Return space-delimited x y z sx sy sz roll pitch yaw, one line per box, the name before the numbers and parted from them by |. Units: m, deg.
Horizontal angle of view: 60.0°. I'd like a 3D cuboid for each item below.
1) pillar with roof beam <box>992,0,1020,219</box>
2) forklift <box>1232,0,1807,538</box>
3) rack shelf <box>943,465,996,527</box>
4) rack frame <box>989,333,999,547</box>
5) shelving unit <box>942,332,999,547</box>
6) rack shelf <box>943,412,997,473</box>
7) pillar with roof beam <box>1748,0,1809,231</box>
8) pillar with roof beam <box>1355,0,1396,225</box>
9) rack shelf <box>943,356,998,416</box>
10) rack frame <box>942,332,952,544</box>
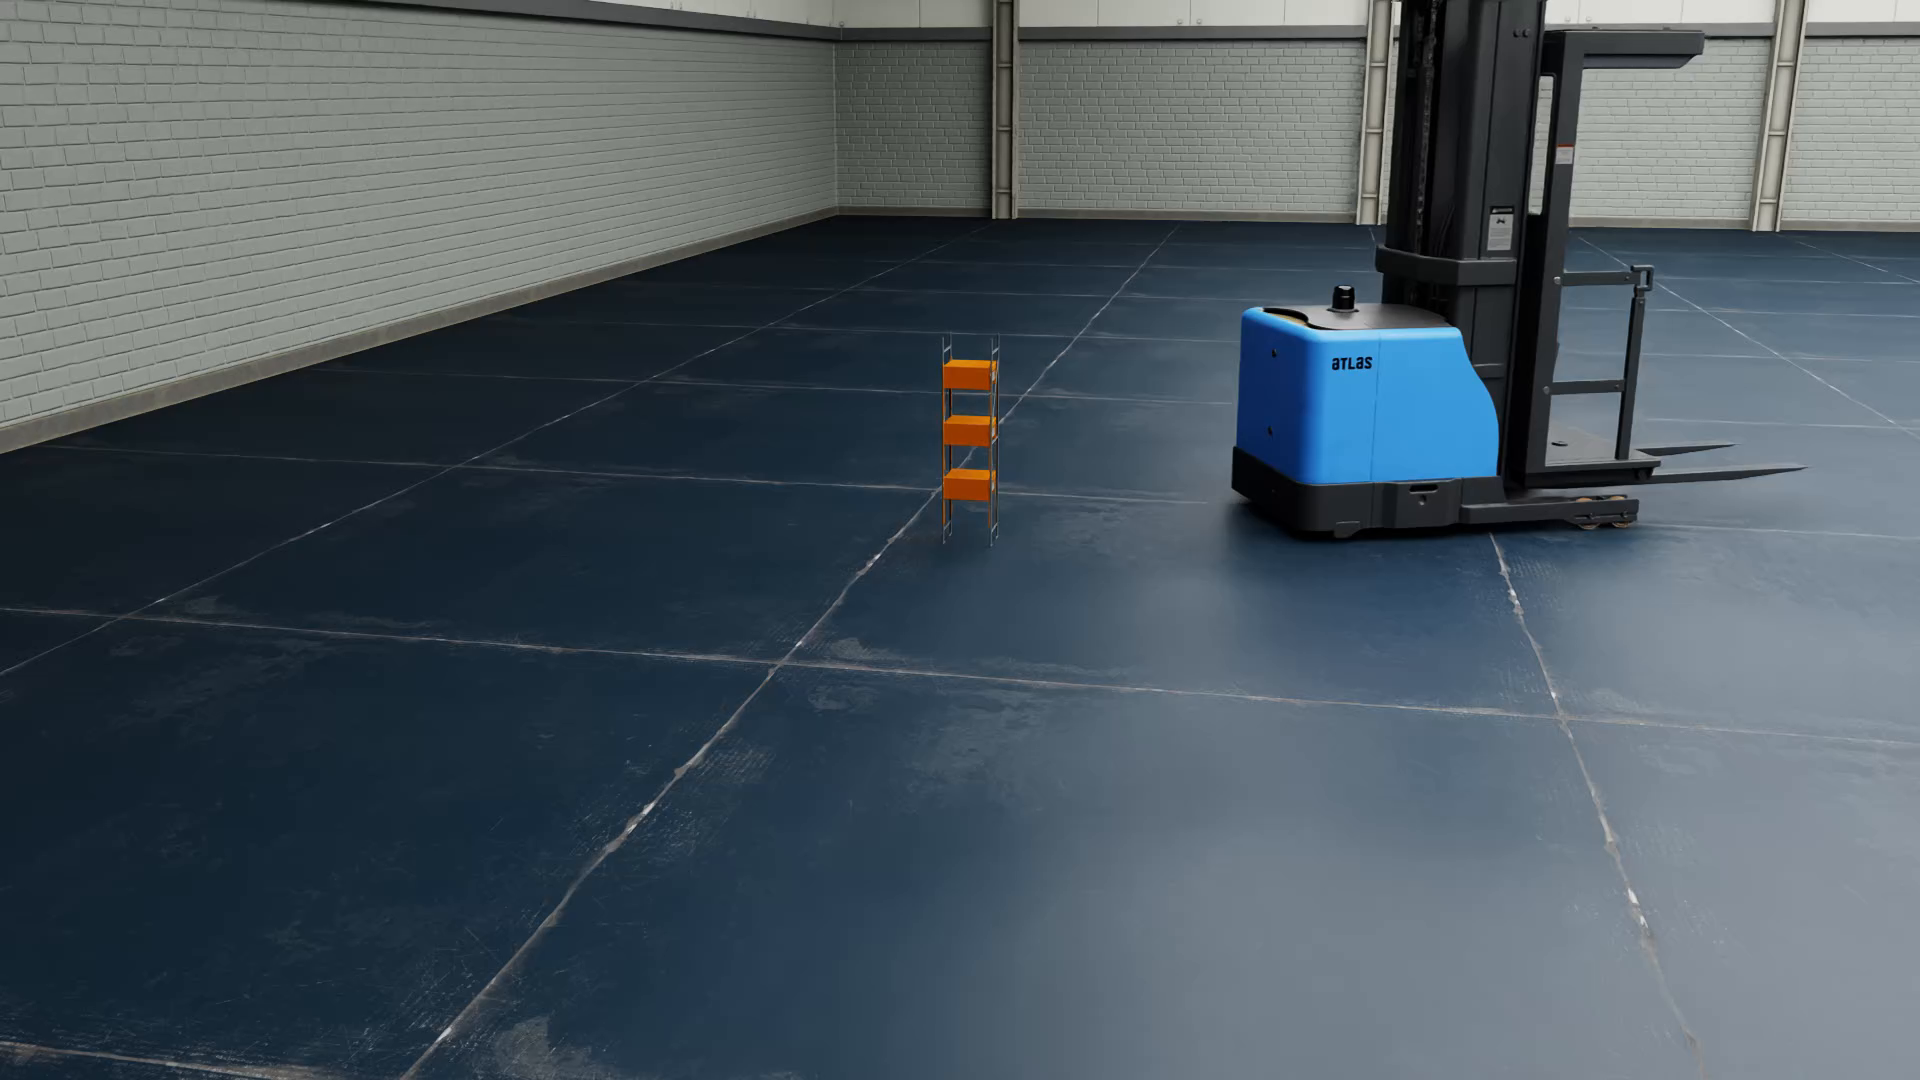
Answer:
pillar with roof beam | -0.097 -8.676 22.955 0.400 9.000 9.100 3 16 11
forklift | 3.085 -1.600 8.778 3.031 2.935 1.130 -3 16 -11
rack shelf | 0.052 -0.225 8.419 0.240 0.259 0.215 3 16 11
rack frame | 0.172 -0.497 8.318 0.008 1.050 0.200 3 16 11
shelving unit | 0.052 -0.503 8.342 0.252 1.050 0.215 3 16 11
rack shelf | 0.052 -0.493 8.344 0.240 0.259 0.215 3 16 11
pillar with roof beam | 11.662 -8.037 20.650 0.400 9.000 9.100 3 16 11
pillar with roof beam | 5.782 -8.357 21.803 0.400 9.000 9.100 3 16 11
rack shelf | 0.052 -0.766 8.269 0.240 0.259 0.215 3 16 11
rack frame | -0.067 -0.510 8.365 0.008 1.050 0.200 3 16 11
